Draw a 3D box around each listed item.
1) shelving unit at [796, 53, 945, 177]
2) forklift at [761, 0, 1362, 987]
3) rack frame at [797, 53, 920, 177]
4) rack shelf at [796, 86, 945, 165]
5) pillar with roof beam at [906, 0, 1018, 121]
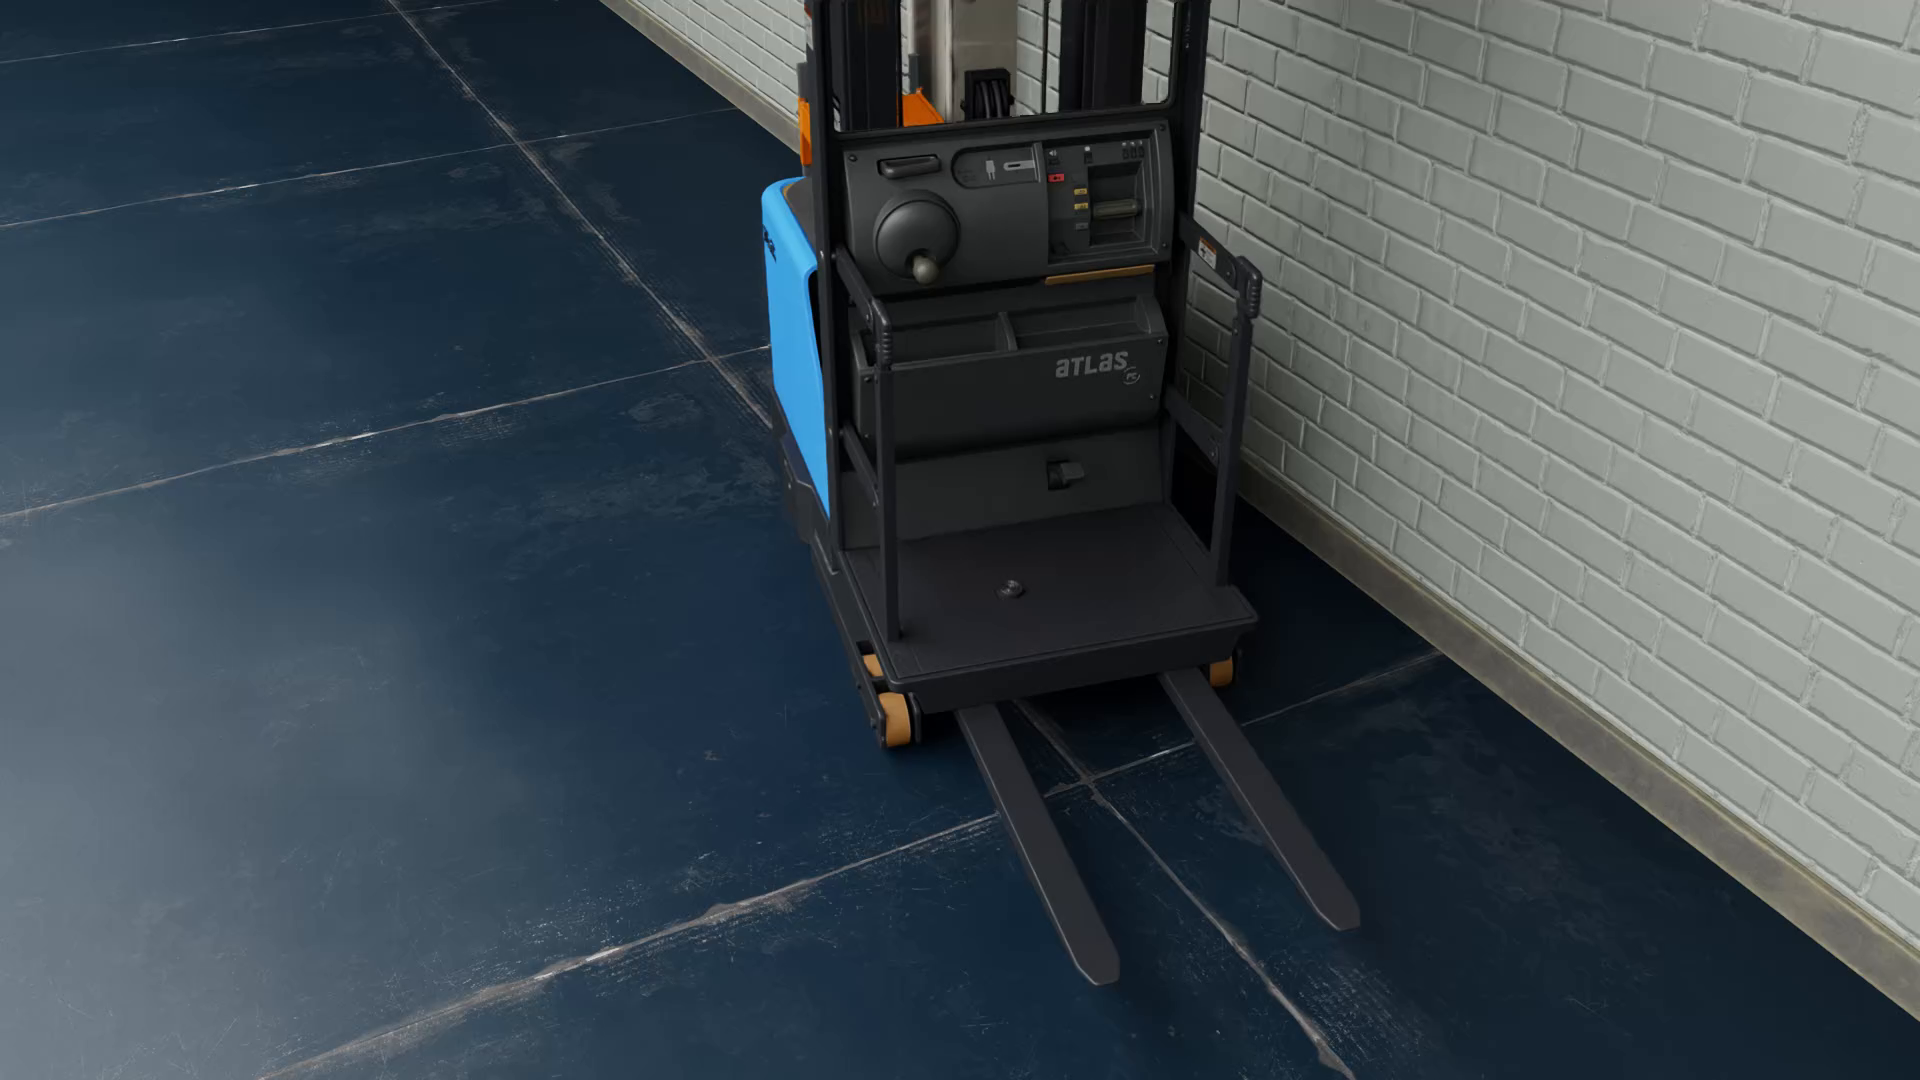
[{"bbox_3d":[-0.267,-1.197,6.576,0.538,1.125,1.048,-9,34,-14],"label":"shelving unit"},{"bbox_3d":[0.207,-0.871,4.393,1.130,2.935,3.031,-9,34,-14],"label":"forklift"},{"bbox_3d":[-0.409,-1.461,6.987,0.500,1.125,0.032,-9,34,-14],"label":"rack frame"},{"bbox_3d":[-0.267,-1.444,6.418,0.538,0.278,1.000,-9,34,-14],"label":"rack shelf"},{"bbox_3d":[-3.802,-3.757,3.272,9.100,9.000,0.400,-16,36,-23],"label":"pillar with roof beam"}]
